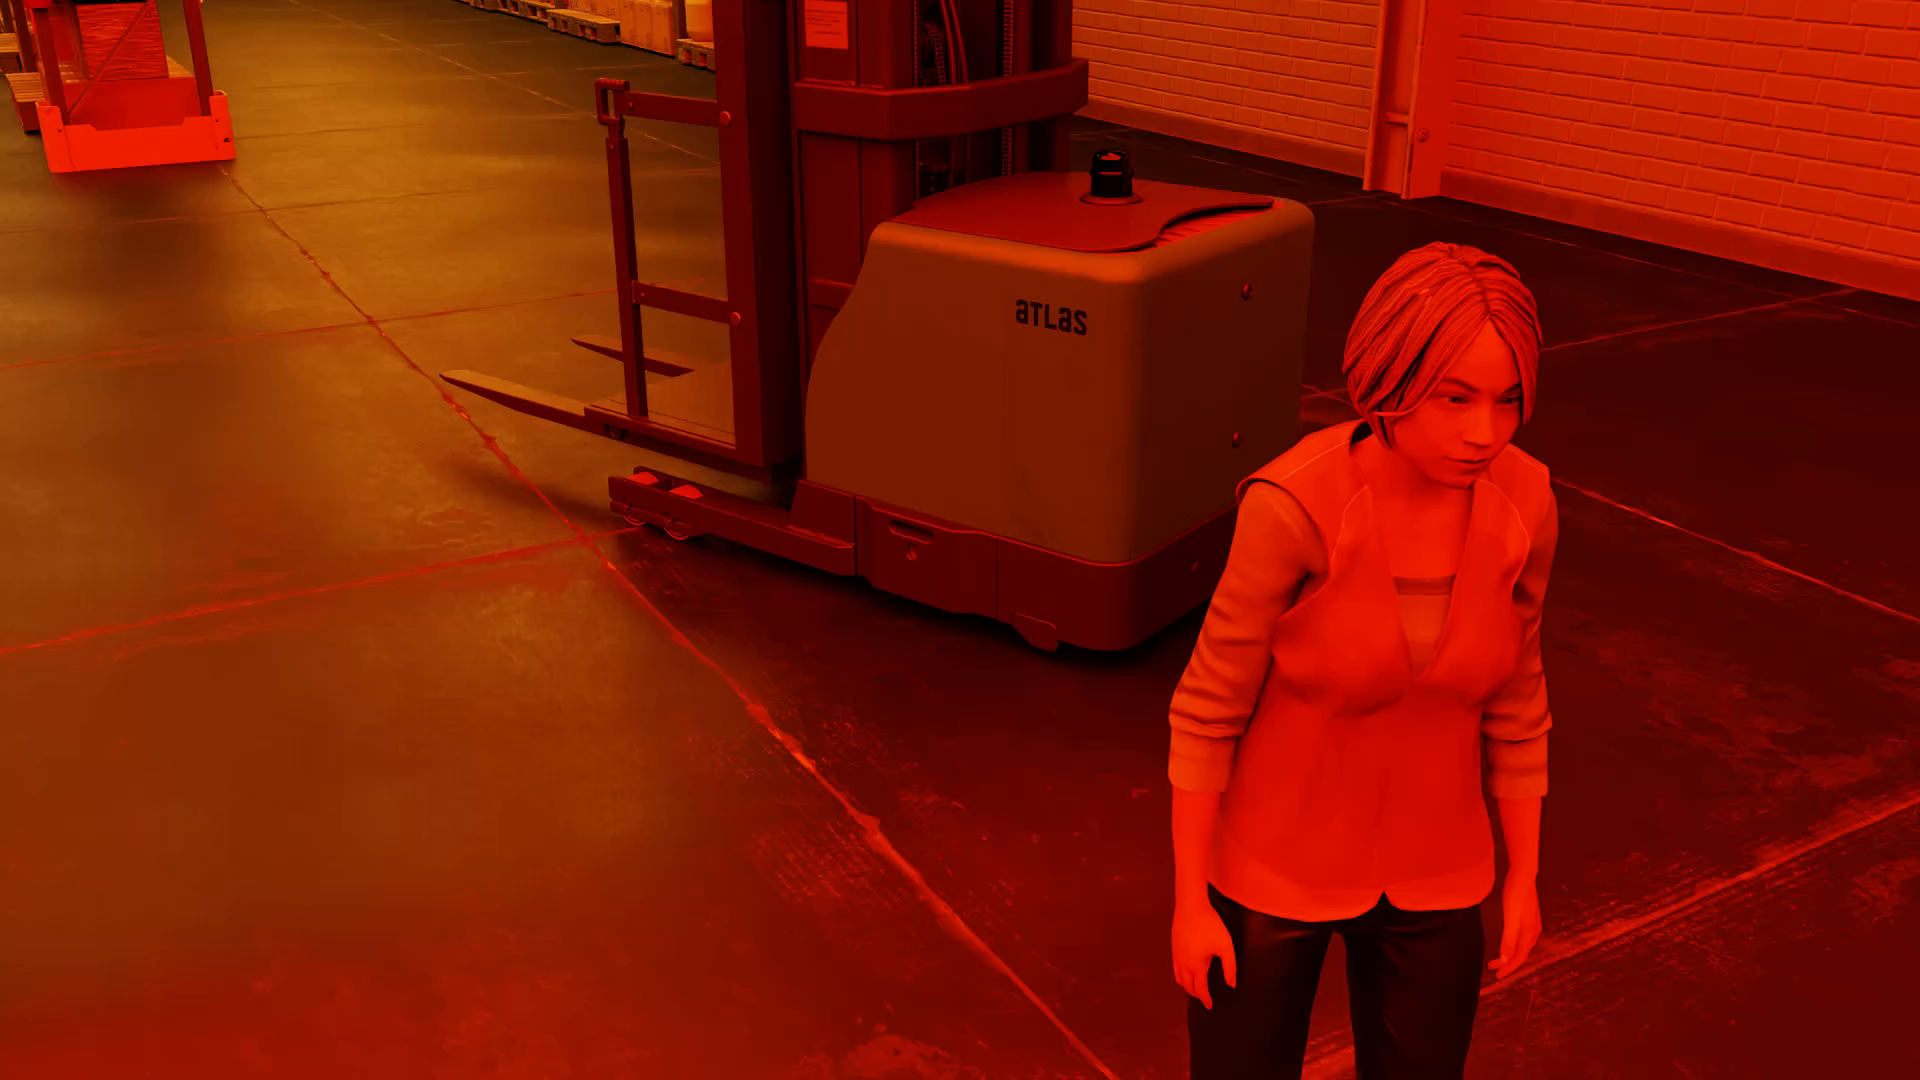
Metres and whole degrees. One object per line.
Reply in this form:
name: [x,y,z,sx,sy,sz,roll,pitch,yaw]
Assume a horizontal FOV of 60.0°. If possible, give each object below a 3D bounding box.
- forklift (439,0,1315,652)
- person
forklift: [-0.481,-1.497,4.922,3.031,2.935,1.130,16,27,34]
person: [0.467,0.425,2.001,0.478,1.593,0.346,-3,23,-8]
